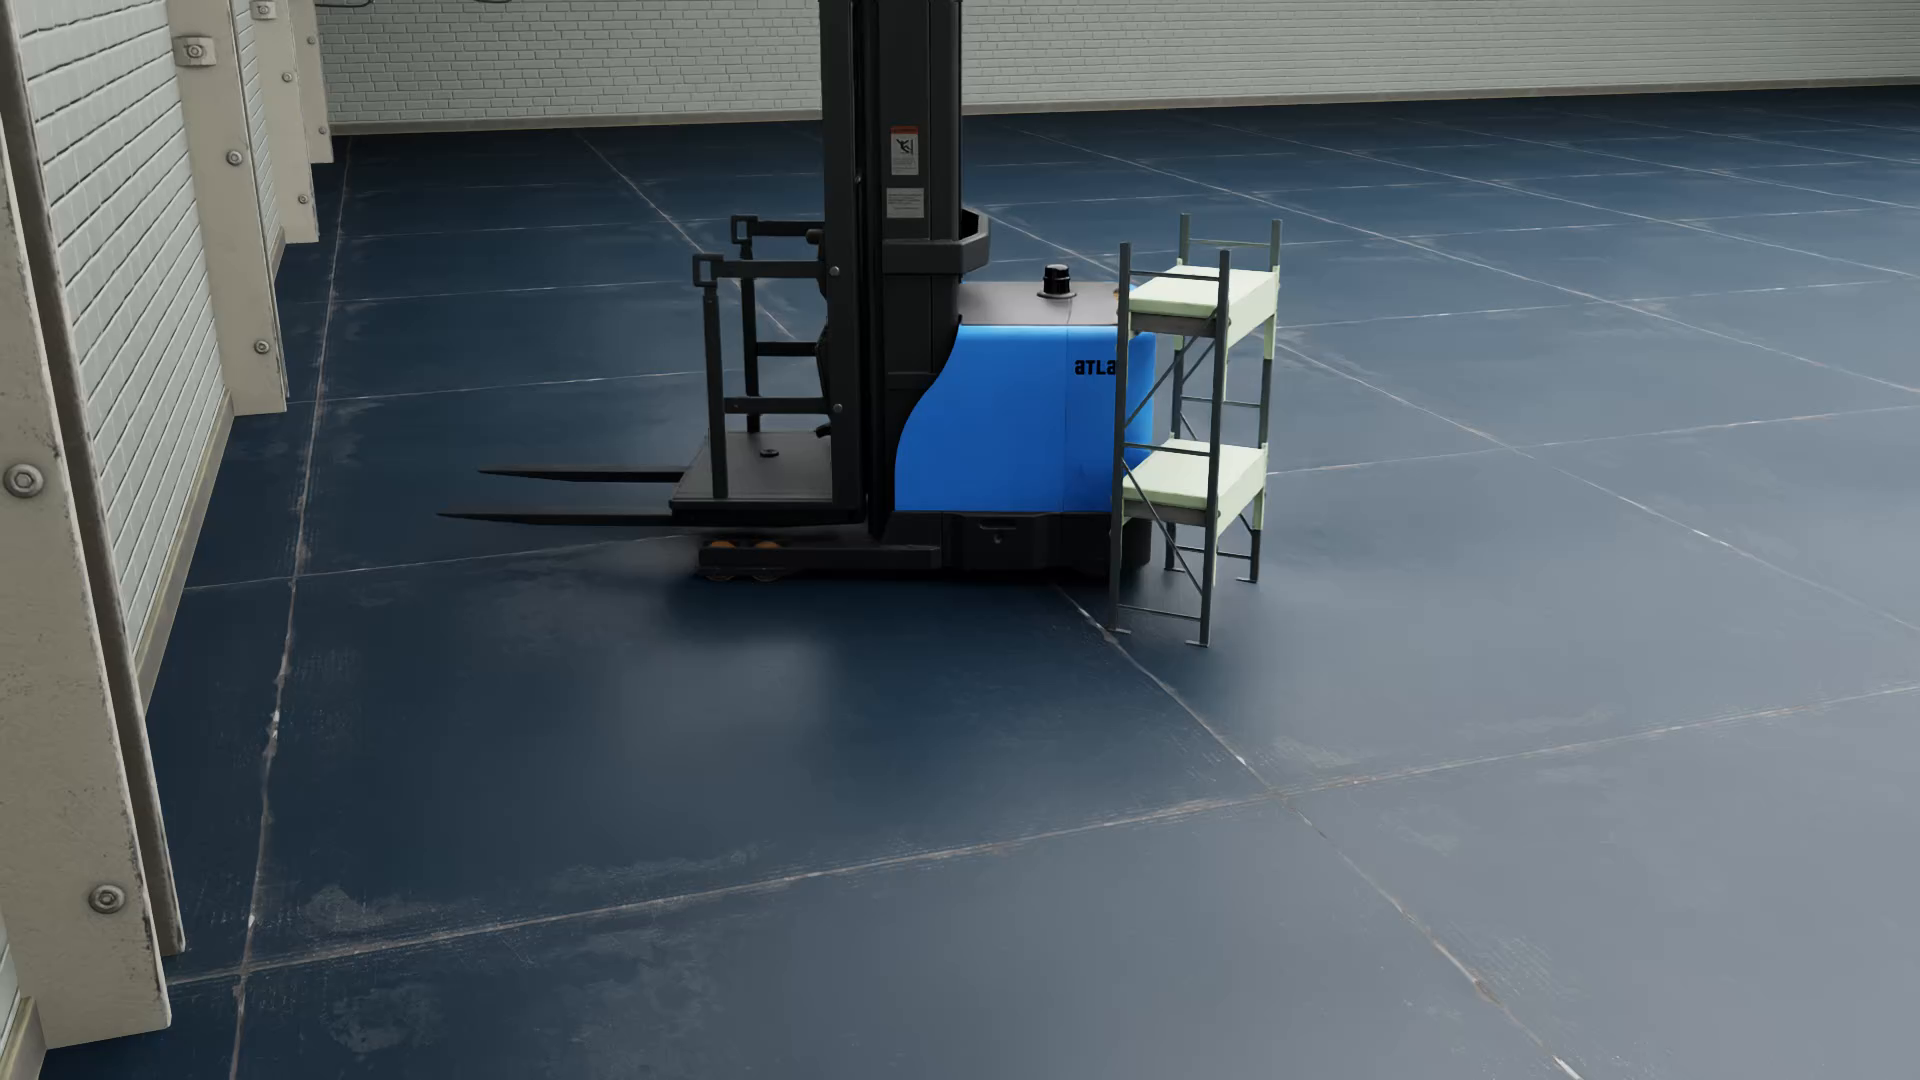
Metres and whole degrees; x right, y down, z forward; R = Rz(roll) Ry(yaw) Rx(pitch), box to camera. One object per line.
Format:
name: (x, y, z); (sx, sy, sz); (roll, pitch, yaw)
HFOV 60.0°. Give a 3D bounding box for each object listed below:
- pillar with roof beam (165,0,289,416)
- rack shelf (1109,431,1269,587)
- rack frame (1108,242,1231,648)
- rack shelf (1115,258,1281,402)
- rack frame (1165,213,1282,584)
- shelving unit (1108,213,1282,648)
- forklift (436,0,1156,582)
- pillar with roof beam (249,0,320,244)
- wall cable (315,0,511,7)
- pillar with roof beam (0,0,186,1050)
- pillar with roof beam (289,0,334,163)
pillar with roof beam: (0.051, -5.468, 9.327); (9.100, 9.000, 0.400); (-6, 21, -17)
rack shelf: (0.908, -0.136, 6.540); (0.431, 0.370, 0.720); (9, 21, 23)
rack frame: (0.759, -0.329, 6.115); (0.400, 1.500, 0.023); (9, 21, 23)
rack shelf: (0.908, -0.810, 6.298); (0.431, 0.370, 0.720); (9, 21, 23)
rack frame: (1.058, -0.555, 6.744); (0.400, 1.500, 0.023); (9, 21, 23)
shelving unit: (0.908, -0.442, 6.429); (0.431, 1.500, 0.755); (9, 21, 23)
forklift: (-0.709, -1.383, 6.931); (3.031, 2.935, 1.130); (0, 20, 1)
pillar with roof beam: (-1.835, -7.393, 14.688); (9.100, 9.000, 0.400); (-6, 21, -17)
wall cable: (-7.478, -8.486, 22.323); (3.097, 2.526, 0.112); (-6, 21, -17)
pillar with roof beam: (1.937, -3.542, 3.966); (9.100, 9.000, 0.400); (-6, 21, -17)
pillar with roof beam: (-3.721, -9.319, 20.048); (9.100, 9.000, 0.400); (-6, 21, -17)
